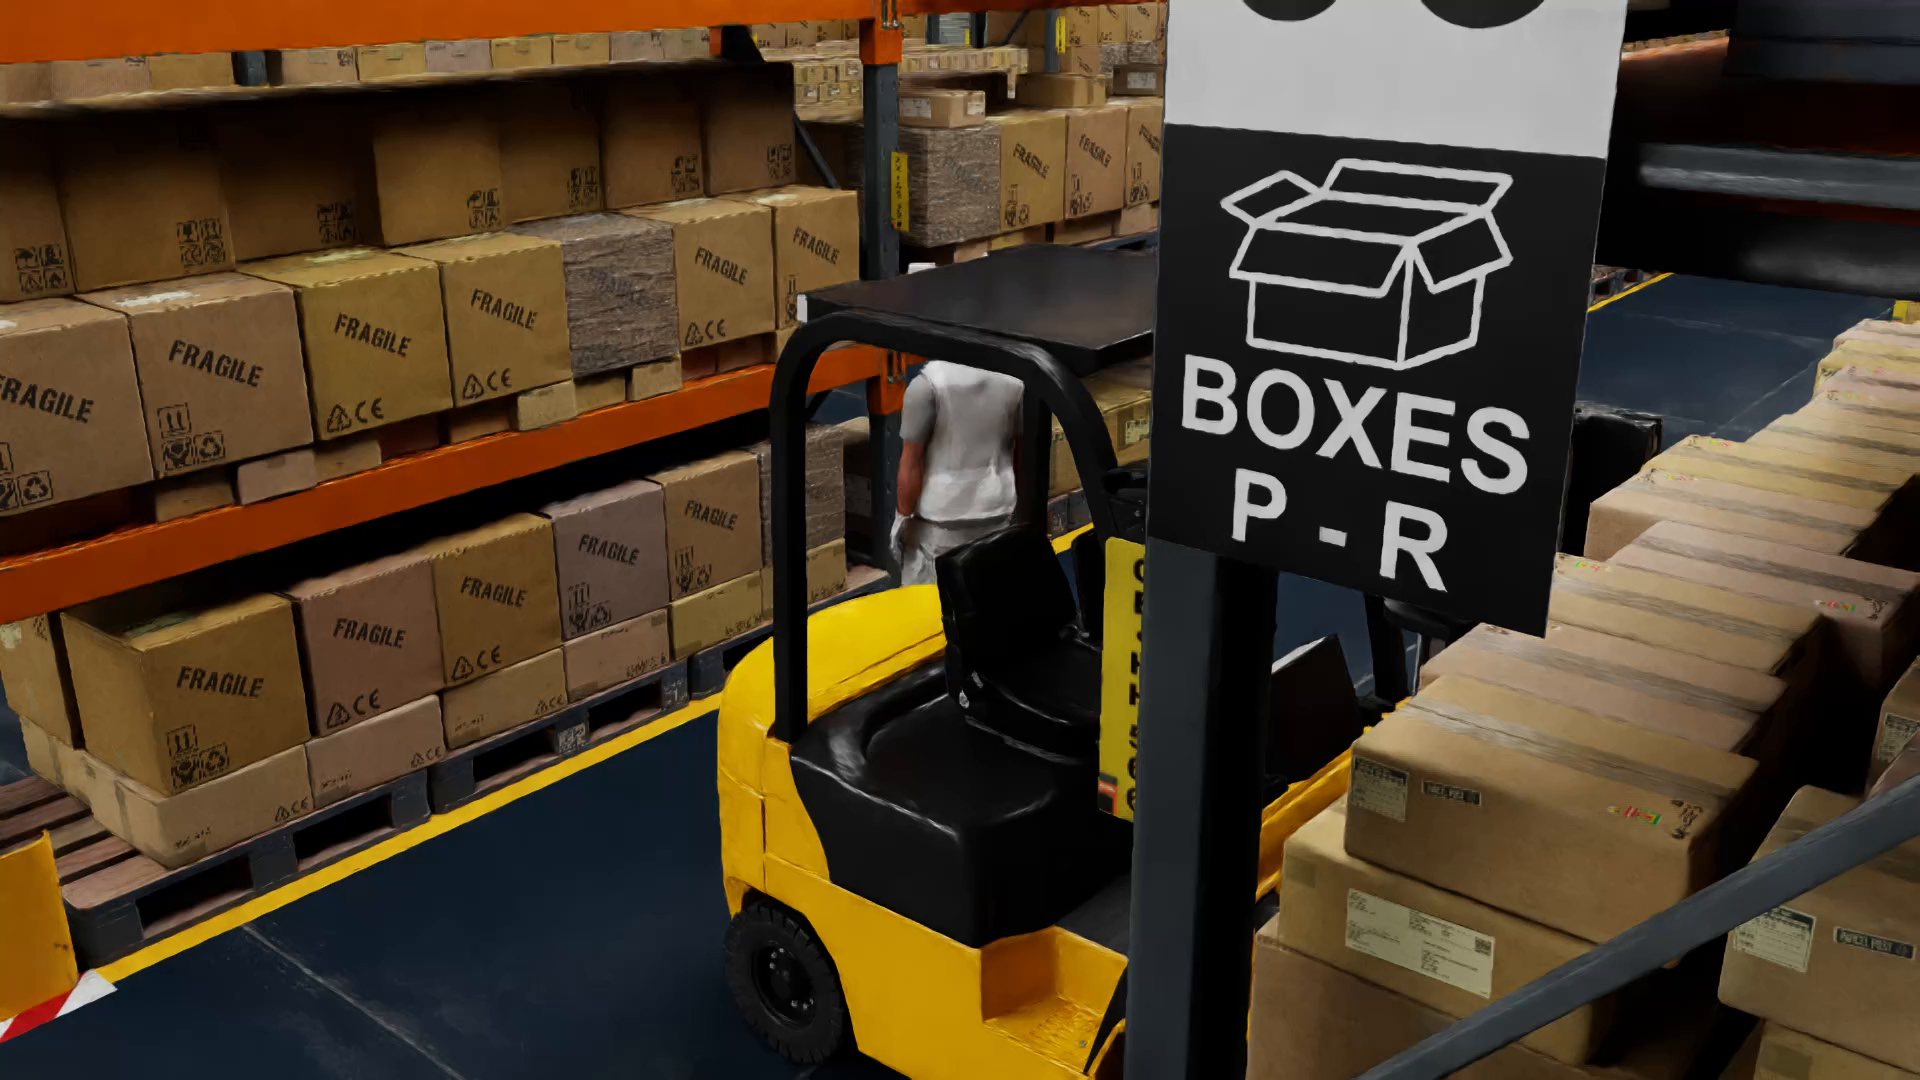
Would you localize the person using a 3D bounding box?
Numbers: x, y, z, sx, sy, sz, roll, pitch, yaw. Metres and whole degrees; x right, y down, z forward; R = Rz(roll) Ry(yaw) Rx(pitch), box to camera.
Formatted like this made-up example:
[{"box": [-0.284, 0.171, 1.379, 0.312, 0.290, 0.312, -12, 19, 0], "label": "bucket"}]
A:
[{"box": [-0.009, -0.117, 6.314, 0.594, 1.790, 0.476, -6, 21, -17], "label": "person"}]
